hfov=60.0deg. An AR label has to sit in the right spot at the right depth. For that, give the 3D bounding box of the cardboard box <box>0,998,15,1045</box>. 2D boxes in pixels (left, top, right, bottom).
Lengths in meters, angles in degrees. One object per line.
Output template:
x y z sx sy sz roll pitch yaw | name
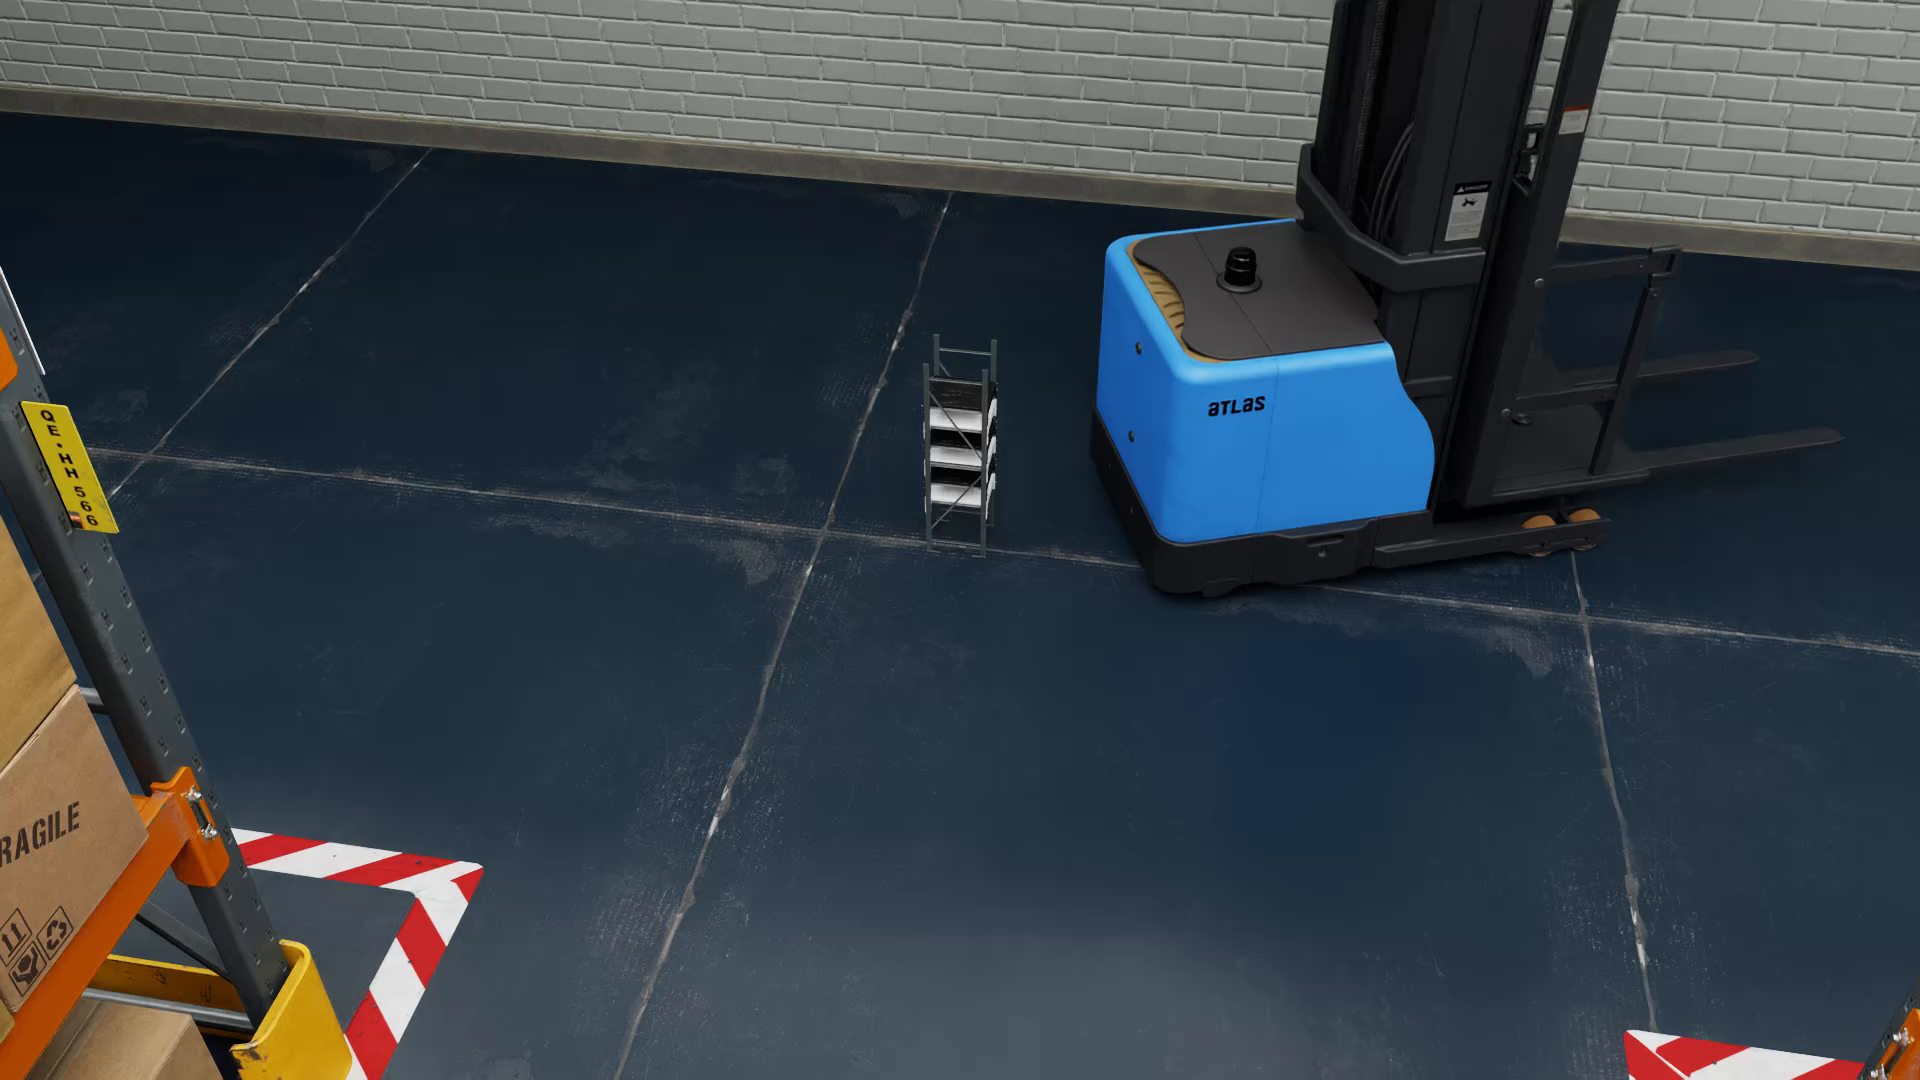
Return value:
-2.264 0.948 3.171 0.500 0.500 0.500 7 40 8 | cardboard box

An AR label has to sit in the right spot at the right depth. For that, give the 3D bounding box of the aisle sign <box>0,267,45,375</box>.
-2.055 -0.662 3.156 0.394 0.787 0.004 6 40 8 | aisle sign

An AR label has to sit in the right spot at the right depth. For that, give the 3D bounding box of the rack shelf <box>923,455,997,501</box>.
0.001 -0.257 6.548 0.258 0.077 0.200 6 40 8 | rack shelf

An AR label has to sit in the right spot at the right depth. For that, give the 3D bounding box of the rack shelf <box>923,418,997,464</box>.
0.001 -0.396 6.433 0.258 0.077 0.200 6 40 8 | rack shelf

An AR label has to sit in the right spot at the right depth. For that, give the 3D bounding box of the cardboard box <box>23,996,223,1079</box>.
-2.220 1.511 4.184 0.500 0.500 0.500 6 40 8 | cardboard box

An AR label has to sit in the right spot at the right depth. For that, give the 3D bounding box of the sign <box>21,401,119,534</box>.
-1.825 -0.145 3.415 0.100 0.325 0.005 6 40 8 | sign

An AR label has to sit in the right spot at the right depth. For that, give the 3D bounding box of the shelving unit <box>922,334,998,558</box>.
0.001 -0.352 6.469 0.258 0.900 0.210 6 40 8 | shelving unit

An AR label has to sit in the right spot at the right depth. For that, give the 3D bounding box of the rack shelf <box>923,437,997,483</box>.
0.001 -0.326 6.491 0.258 0.077 0.200 6 40 8 | rack shelf

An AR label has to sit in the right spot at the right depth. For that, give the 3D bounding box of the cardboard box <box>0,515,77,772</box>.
-2.175 0.235 3.249 0.500 0.500 0.500 6 40 7 | cardboard box

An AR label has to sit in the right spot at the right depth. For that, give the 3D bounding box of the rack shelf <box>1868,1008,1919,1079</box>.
2.164 2.430 2.021 1.077 0.370 4.000 6 40 8 | rack shelf

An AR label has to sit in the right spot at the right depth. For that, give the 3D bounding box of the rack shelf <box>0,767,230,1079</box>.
-2.714 1.881 2.685 1.077 0.370 4.000 6 40 8 | rack shelf

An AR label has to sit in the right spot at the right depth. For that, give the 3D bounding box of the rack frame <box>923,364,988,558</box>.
-0.016 -0.288 6.392 0.240 0.900 0.006 6 40 8 | rack frame

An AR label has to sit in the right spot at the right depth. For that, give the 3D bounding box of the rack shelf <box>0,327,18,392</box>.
-2.714 0.725 1.729 1.077 0.370 4.000 6 40 8 | rack shelf

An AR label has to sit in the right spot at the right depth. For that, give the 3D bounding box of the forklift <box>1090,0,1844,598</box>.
2.127 -1.385 6.125 3.031 2.935 1.130 -8 40 -9 | forklift

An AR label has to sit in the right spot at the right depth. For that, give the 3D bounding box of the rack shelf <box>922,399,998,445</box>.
0.001 -0.465 6.376 0.258 0.077 0.200 6 40 8 | rack shelf

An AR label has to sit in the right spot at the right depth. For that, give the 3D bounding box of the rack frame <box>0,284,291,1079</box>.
-2.368 0.349 3.974 1.000 3.000 0.127 6 40 8 | rack frame

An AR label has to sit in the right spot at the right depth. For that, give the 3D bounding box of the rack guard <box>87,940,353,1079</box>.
-2.382 1.360 4.713 1.175 0.500 0.348 6 40 8 | rack guard

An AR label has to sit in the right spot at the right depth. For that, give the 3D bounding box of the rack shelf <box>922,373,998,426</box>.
0.001 -0.534 6.319 0.258 0.077 0.200 6 40 8 | rack shelf

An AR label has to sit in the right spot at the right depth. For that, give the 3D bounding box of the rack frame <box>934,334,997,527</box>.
0.019 -0.416 6.547 0.240 0.900 0.006 6 40 8 | rack frame

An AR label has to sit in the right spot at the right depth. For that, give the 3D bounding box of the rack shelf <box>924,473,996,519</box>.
0.001 -0.187 6.605 0.258 0.077 0.200 6 40 8 | rack shelf

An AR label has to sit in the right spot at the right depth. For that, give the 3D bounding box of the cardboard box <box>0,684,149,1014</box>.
-2.178 0.622 3.566 0.500 0.500 0.500 8 40 9 | cardboard box
